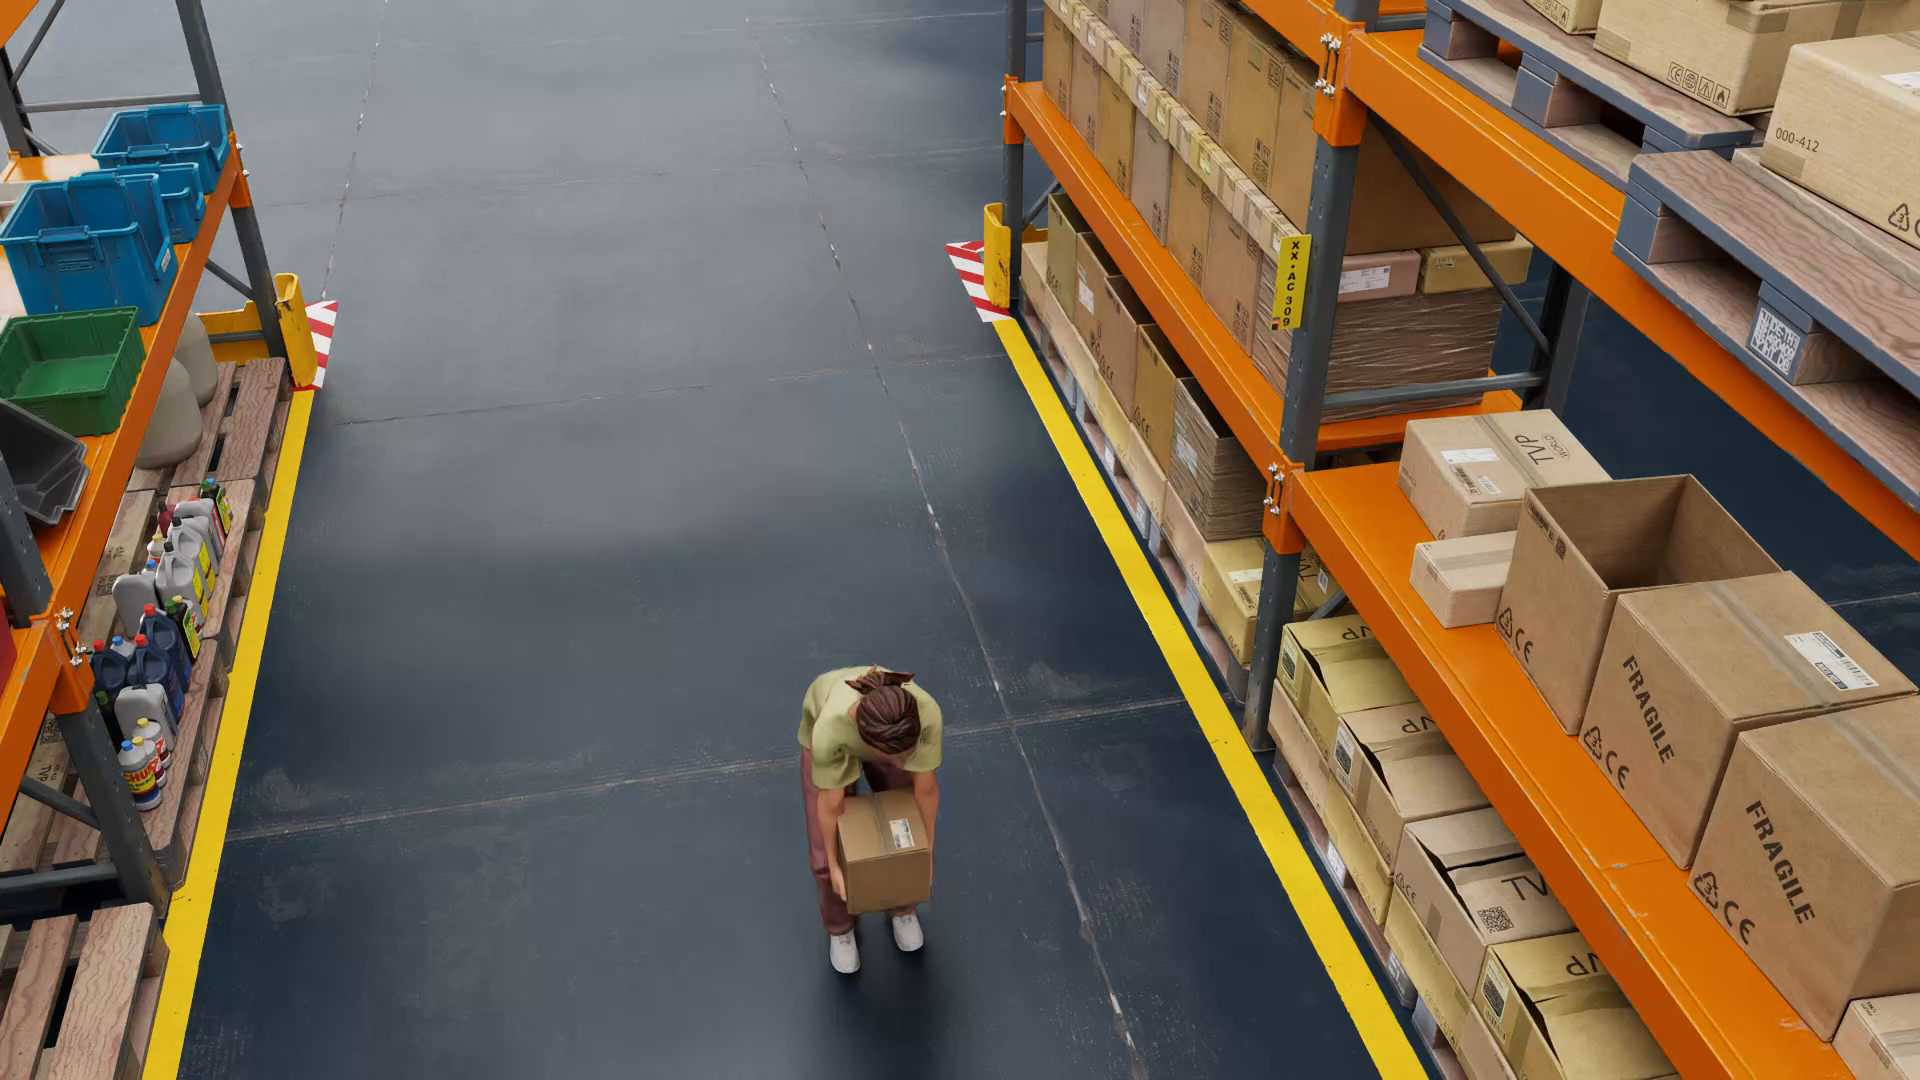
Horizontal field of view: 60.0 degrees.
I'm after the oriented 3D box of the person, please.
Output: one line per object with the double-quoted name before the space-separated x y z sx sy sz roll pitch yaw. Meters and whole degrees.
"person" -0.265 0.846 5.165 0.407 1.394 0.760 -8 35 -12
